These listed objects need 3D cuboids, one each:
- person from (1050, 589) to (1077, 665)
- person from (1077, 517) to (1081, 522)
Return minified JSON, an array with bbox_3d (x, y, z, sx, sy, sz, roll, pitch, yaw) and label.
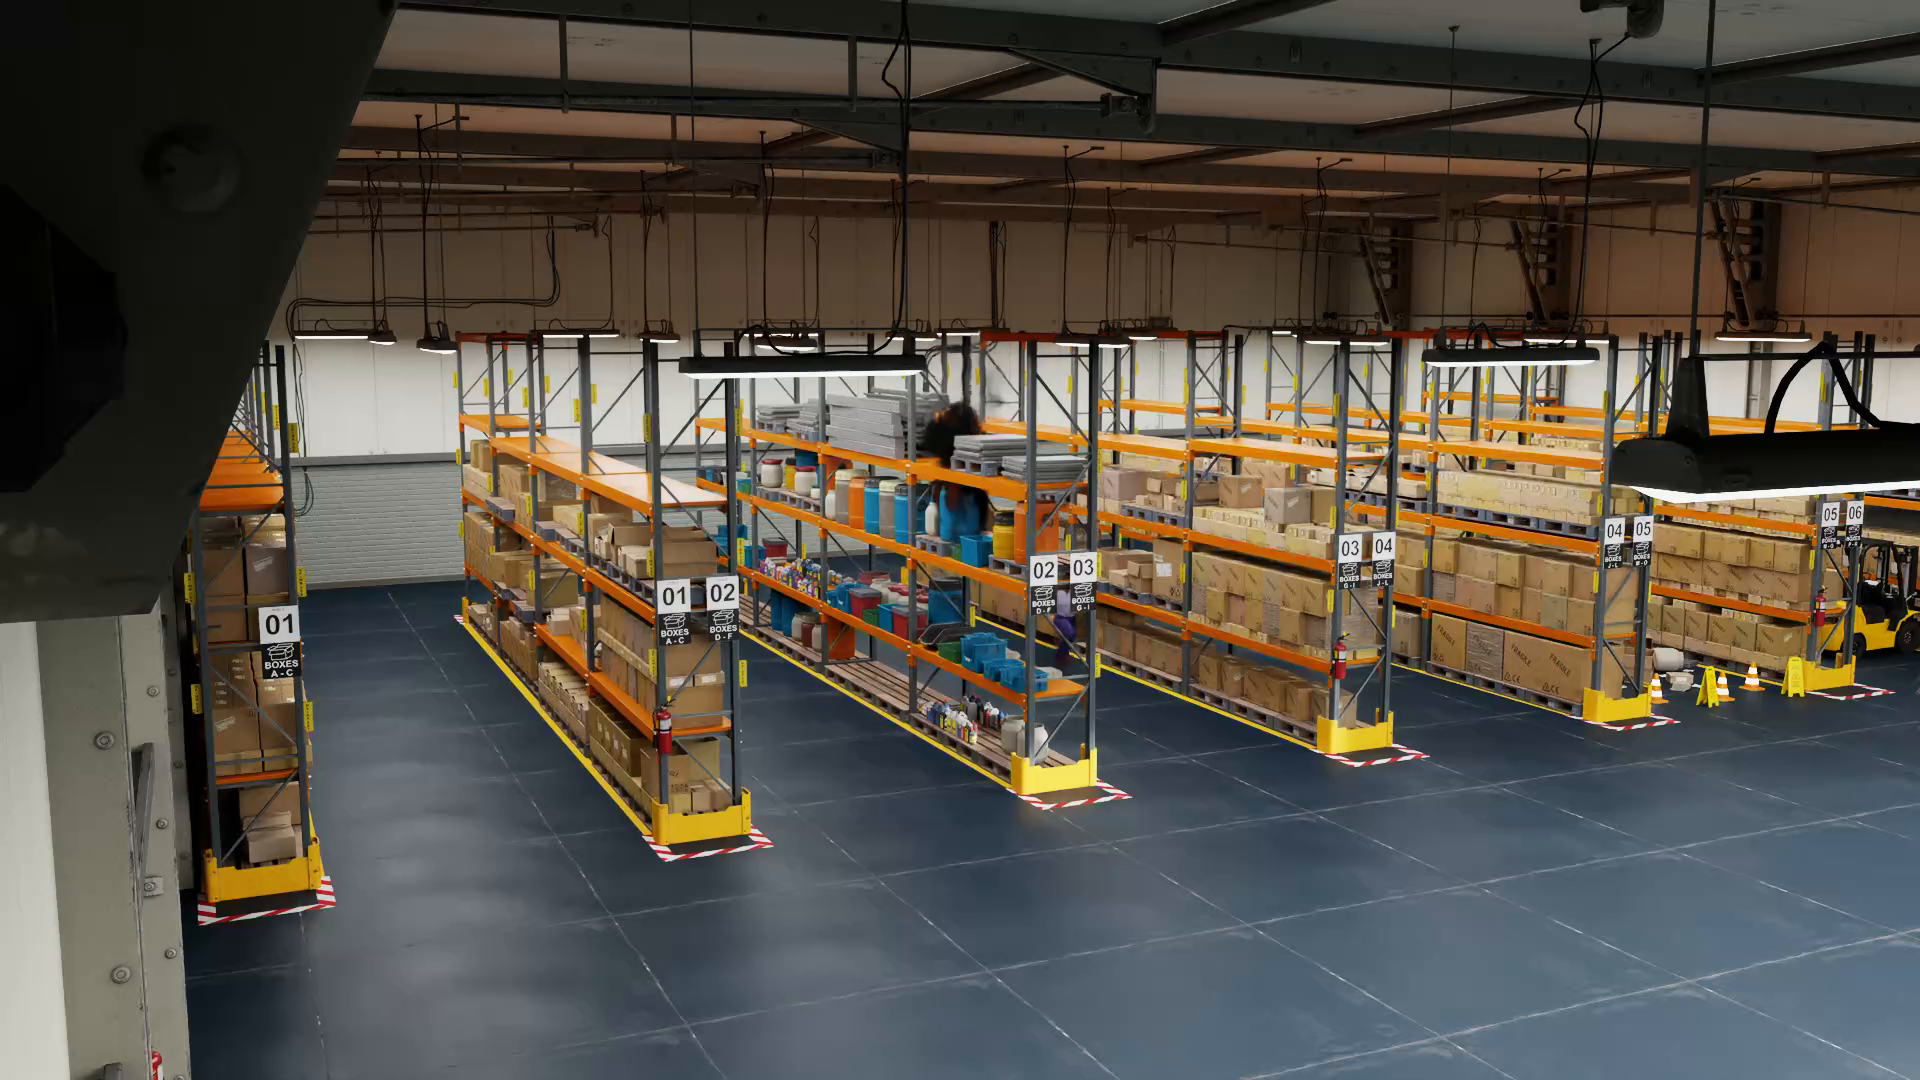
[{"bbox_3d":[1.898,1.483,29.697,0.579,1.608,0.822,-5,9,-33],"label":"person"},{"bbox_3d":[2.700,0.281,38.881,0.584,1.628,0.545,-4,9,-27],"label":"person"}]
